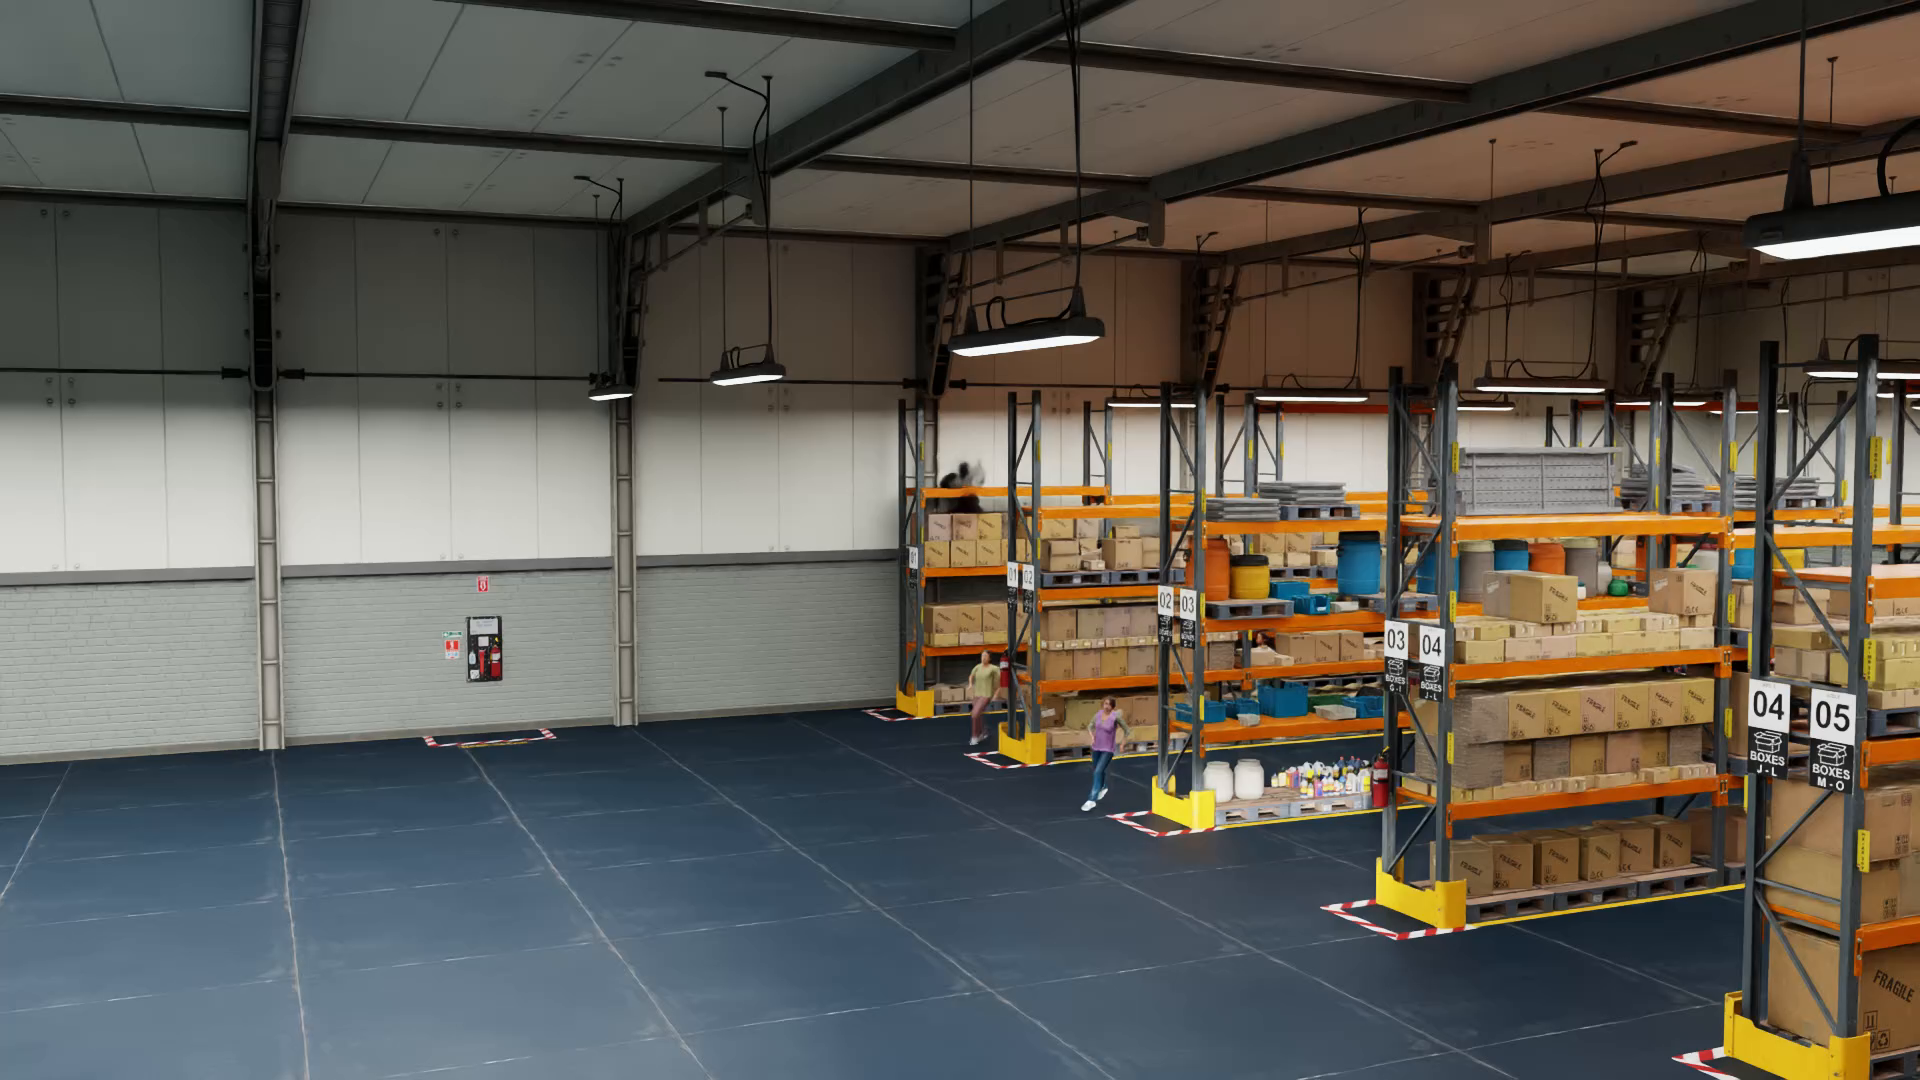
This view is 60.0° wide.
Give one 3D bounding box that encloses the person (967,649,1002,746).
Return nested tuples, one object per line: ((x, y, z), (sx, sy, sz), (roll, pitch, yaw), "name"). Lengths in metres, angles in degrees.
((0.405, 2.693, 28.379), (0.639, 1.652, 0.659), (3, 4, 39), "person")

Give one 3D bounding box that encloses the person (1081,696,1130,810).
((2.049, 2.975, 23.439), (0.602, 1.584, 0.829), (2, 4, 34), "person")

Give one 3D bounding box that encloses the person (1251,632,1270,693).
((5.568, 2.526, 31.108), (0.545, 1.624, 0.565), (-2, 4, -25), "person")
